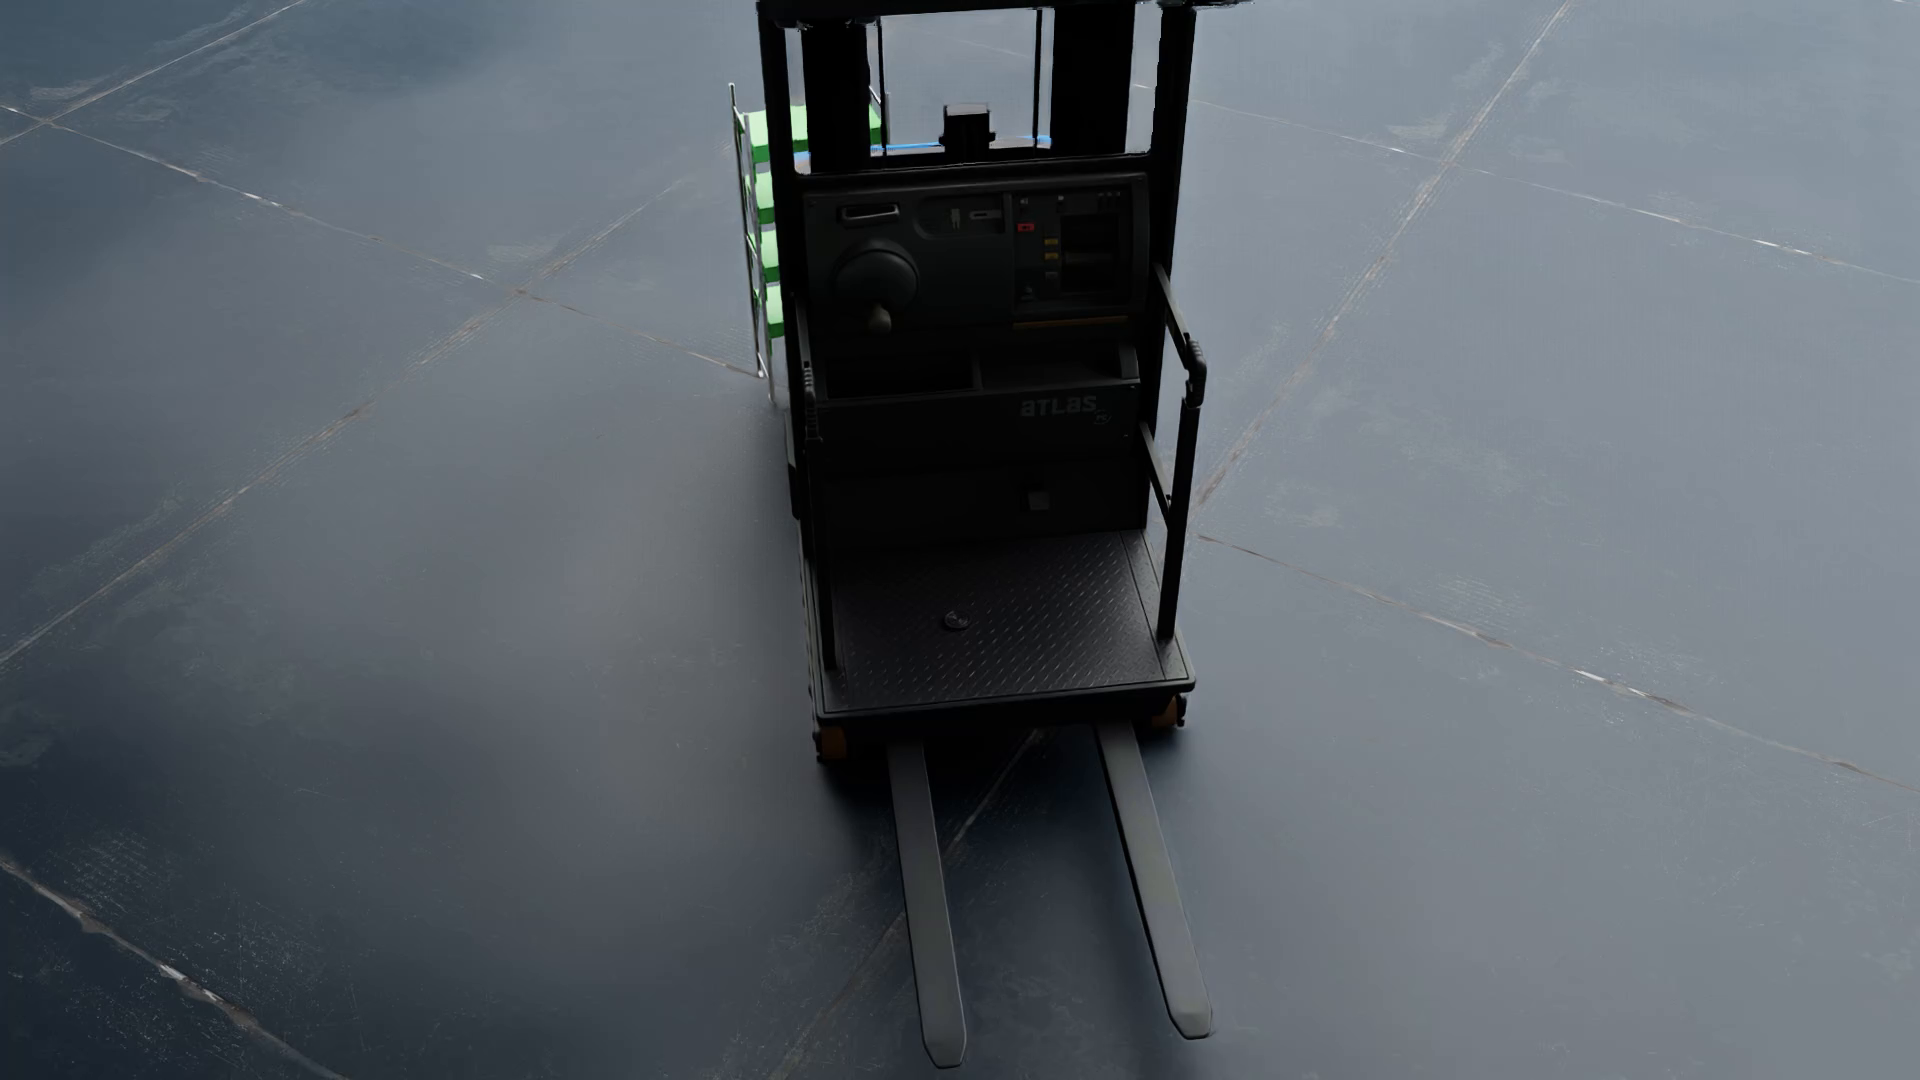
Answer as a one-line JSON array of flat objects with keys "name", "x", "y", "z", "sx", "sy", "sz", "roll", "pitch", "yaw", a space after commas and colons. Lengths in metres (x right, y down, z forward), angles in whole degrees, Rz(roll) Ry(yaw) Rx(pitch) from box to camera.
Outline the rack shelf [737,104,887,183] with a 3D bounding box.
[{"name": "rack shelf", "x": -0.519, "y": -1.409, "z": 5.813, "sx": 0.480, "sy": 0.148, "sz": 0.258, "roll": -13, "pitch": 43, "yaw": -14}]

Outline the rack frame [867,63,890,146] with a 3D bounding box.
[{"name": "rack frame", "x": -0.288, "y": -1.149, "z": 6.147, "sx": 0.015, "sy": 1.200, "sz": 0.240, "roll": -13, "pitch": 43, "yaw": -14}]

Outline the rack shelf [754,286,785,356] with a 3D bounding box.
[{"name": "rack shelf", "x": -0.519, "y": -0.869, "z": 6.288, "sx": 0.480, "sy": 0.148, "sz": 0.258, "roll": -13, "pitch": 43, "yaw": -14}]

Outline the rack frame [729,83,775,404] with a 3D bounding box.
[{"name": "rack frame", "x": -0.750, "y": -1.045, "z": 6.028, "sx": 0.015, "sy": 1.200, "sz": 0.240, "roll": -13, "pitch": 43, "yaw": -14}]

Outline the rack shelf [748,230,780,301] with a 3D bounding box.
[{"name": "rack shelf", "x": -0.519, "y": -1.049, "z": 6.130, "sx": 0.480, "sy": 0.148, "sz": 0.258, "roll": -13, "pitch": 43, "yaw": -14}]

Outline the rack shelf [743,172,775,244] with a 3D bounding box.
[{"name": "rack shelf", "x": -0.519, "y": -1.229, "z": 5.971, "sx": 0.480, "sy": 0.148, "sz": 0.258, "roll": -13, "pitch": 43, "yaw": -14}]

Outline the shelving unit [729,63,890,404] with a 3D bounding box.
[{"name": "shelving unit", "x": -0.519, "y": -1.097, "z": 6.088, "sx": 0.503, "sy": 1.200, "sz": 0.258, "roll": -13, "pitch": 43, "yaw": -14}]

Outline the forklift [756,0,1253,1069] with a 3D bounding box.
[{"name": "forklift", "x": 0.079, "y": -0.689, "z": 4.315, "sx": 1.130, "sy": 2.935, "sz": 3.031, "roll": -5, "pitch": 42, "yaw": -6}]
